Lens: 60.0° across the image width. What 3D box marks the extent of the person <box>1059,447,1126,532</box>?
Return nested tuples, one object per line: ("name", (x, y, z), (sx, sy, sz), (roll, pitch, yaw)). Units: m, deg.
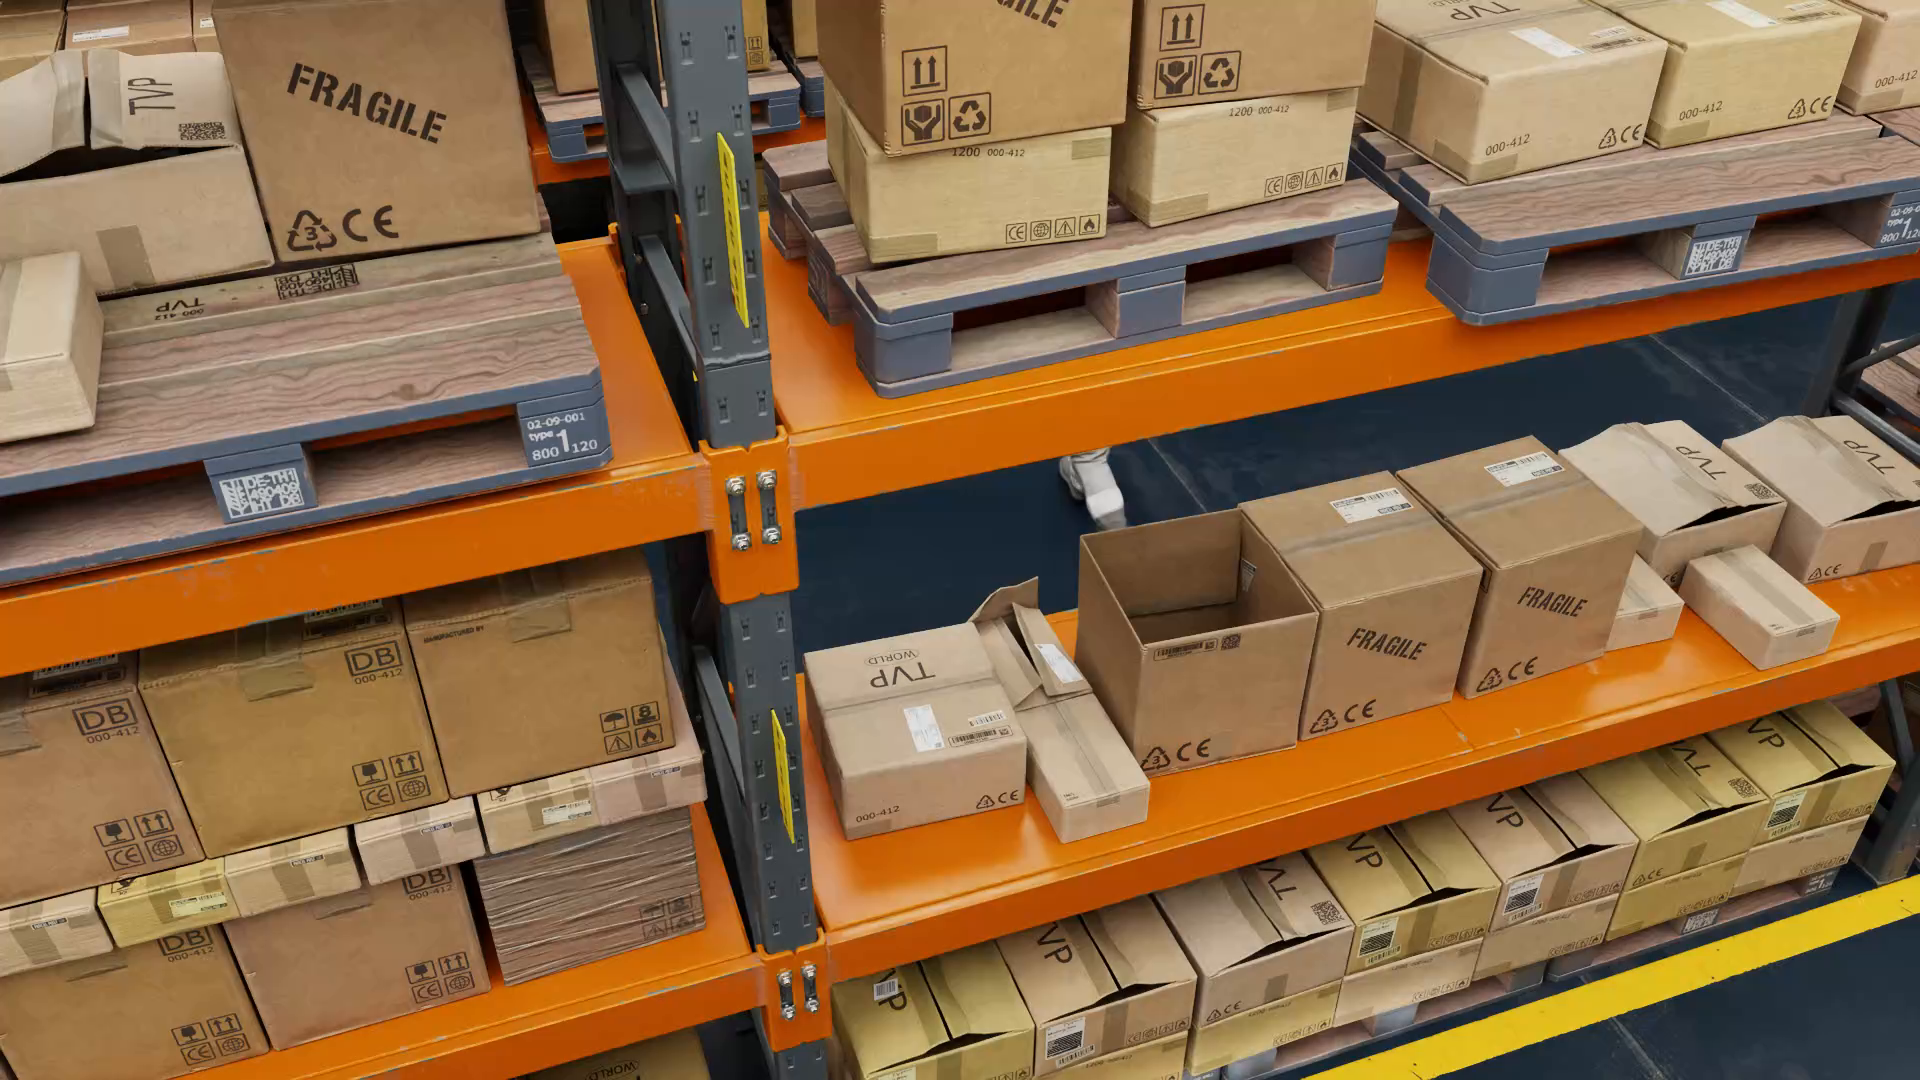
("person", (0.599, -0.735, 7.094), (0.537, 1.761, 1.024), (-15, 40, -19))
